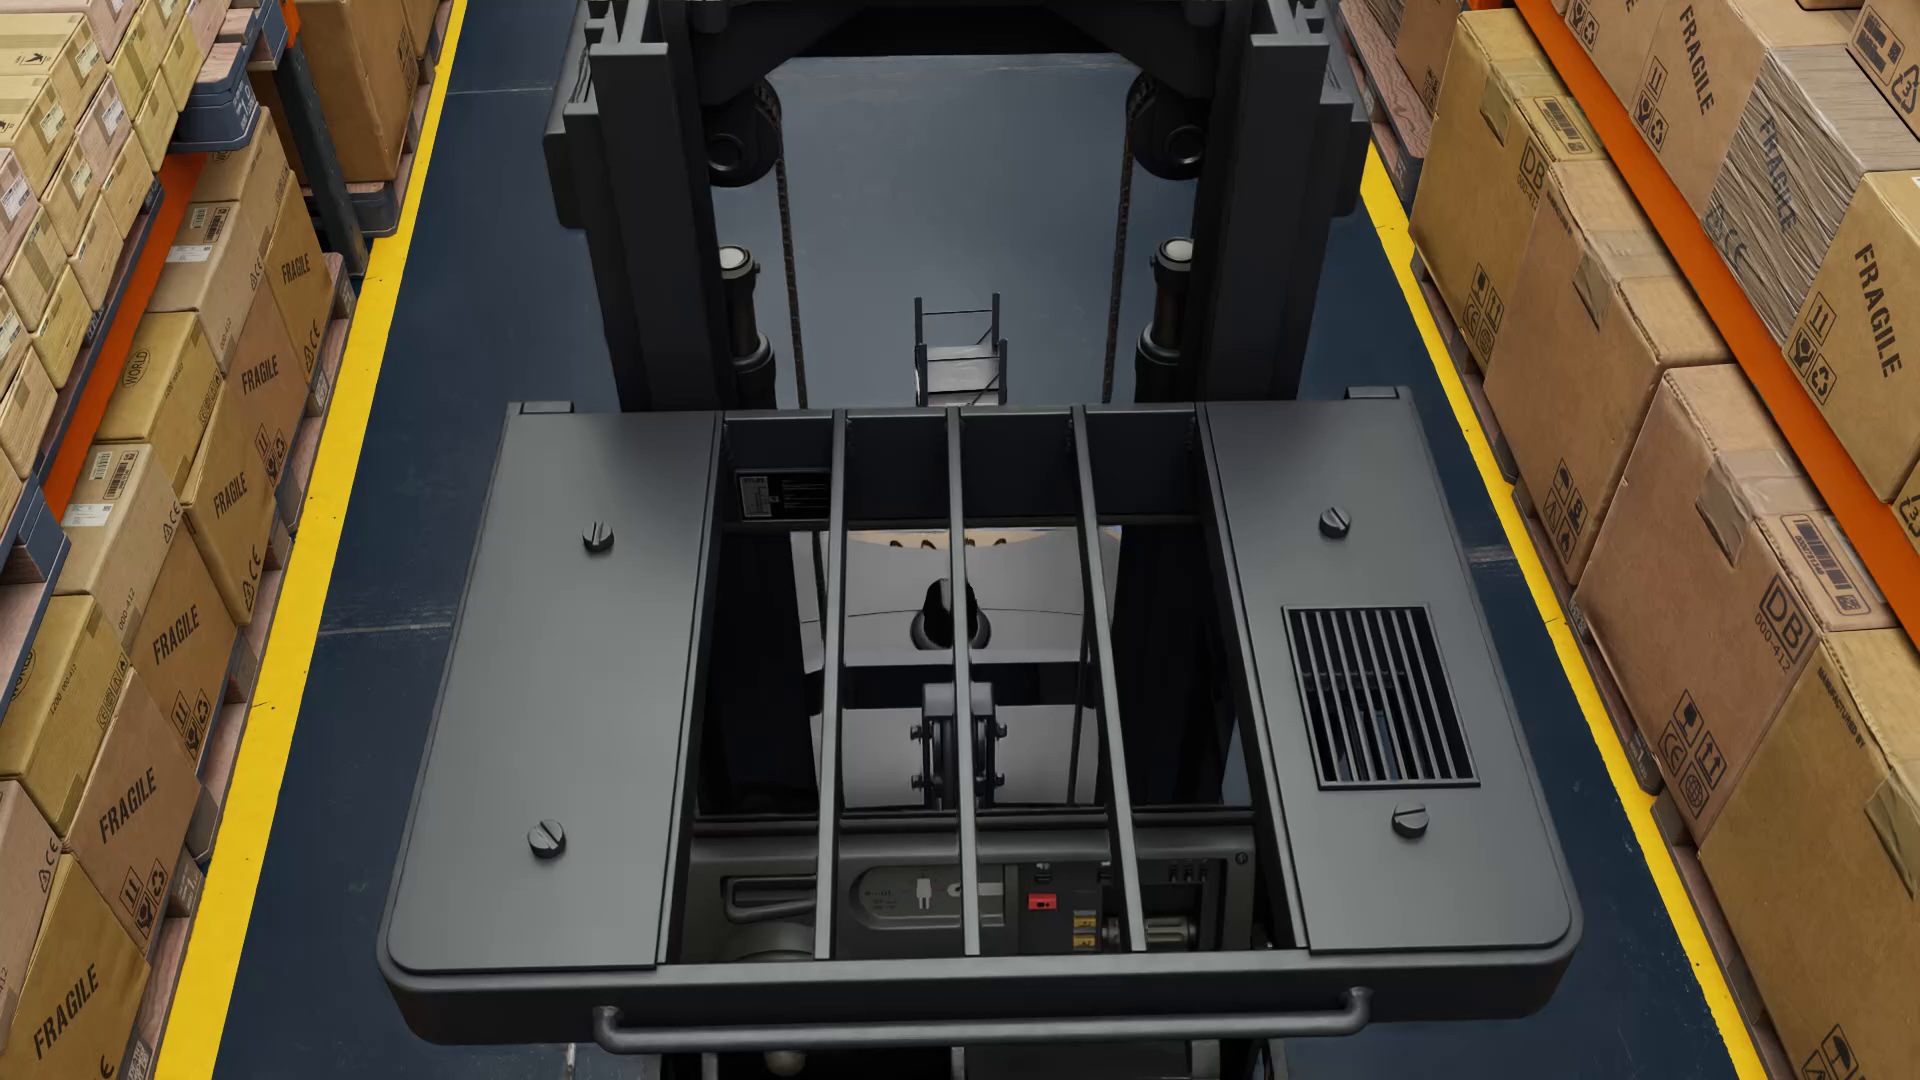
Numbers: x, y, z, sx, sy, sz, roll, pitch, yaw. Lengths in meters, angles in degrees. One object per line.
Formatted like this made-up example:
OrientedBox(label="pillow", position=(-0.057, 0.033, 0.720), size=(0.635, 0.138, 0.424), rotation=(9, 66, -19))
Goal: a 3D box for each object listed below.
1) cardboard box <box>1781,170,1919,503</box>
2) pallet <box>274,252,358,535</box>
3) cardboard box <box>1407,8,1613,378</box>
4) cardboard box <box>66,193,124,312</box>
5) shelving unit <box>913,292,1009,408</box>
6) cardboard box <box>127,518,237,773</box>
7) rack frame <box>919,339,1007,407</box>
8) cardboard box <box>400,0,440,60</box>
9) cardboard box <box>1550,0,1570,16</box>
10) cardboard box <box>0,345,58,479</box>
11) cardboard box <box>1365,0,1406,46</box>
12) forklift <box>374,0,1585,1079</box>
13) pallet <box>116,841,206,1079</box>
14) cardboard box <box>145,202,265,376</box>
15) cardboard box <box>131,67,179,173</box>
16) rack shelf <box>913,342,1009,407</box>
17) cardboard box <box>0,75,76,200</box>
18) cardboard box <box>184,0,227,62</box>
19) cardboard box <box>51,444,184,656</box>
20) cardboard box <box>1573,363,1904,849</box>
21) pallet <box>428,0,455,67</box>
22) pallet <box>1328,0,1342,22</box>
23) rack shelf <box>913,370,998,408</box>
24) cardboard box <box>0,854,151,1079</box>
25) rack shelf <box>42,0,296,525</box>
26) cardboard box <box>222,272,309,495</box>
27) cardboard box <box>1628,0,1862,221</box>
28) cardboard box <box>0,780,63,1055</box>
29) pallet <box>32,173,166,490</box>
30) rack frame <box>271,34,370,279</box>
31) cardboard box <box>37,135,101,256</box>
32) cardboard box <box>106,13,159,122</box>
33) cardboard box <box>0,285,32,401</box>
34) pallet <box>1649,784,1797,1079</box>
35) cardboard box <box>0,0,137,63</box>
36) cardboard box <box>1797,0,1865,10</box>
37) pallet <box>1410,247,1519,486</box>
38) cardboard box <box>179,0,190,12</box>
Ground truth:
OrientedBox(label="cardboard box", position=(2.177, -0.443, 3.535), size=(0.500, 0.500, 0.500), rotation=(-4, 47, -4))
OrientedBox(label="pallet", position=(-2.648, -0.492, 5.571), size=(1.003, 0.211, 1.213), rotation=(-3, 47, -3))
OrientedBox(label="cardboard box", position=(2.276, -1.158, 5.455), size=(1.225, 0.875, 0.875), rotation=(-5, 47, -5))
OrientedBox(label="cardboard box", position=(-2.085, -0.621, 3.656), size=(0.380, 0.149, 0.250), rotation=(-5, 47, -5))
OrientedBox(label="shelving unit", position=(0.001, -0.304, 4.918), size=(0.258, 0.900, 0.210), rotation=(-3, 47, -3))
OrientedBox(label="cardboard box", position=(-2.278, 0.281, 4.351), size=(0.500, 0.500, 0.500), rotation=(-3, 47, -3))
OrientedBox(label="rack frame", position=(0.009, -0.230, 4.848), size=(0.240, 0.900, 0.006), rotation=(-3, 47, -3))
OrientedBox(label="cardboard box", position=(-2.750, -2.466, 6.780), size=(1.050, 0.750, 0.750), rotation=(-3, 47, -3))
OrientedBox(label="cardboard box", position=(2.008, -1.911, 4.925), size=(0.500, 0.500, 0.500), rotation=(-2, 47, -2))
OrientedBox(label="cardboard box", position=(-2.040, -0.241, 3.296), size=(0.380, 0.149, 0.250), rotation=(-5, 47, -5))
OrientedBox(label="cardboard box", position=(2.104, -2.421, 6.896), size=(0.700, 0.500, 0.500), rotation=(-7, 47, -7))
OrientedBox(label="forklift", position=(0.010, 0.753, 2.519), size=(1.130, 2.935, 3.031), rotation=(-1, 47, -1))
OrientedBox(label="pallet", position=(-2.444, 1.273, 3.899), size=(1.003, 0.211, 1.213), rotation=(-3, 47, -3))
OrientedBox(label="cardboard box", position=(-2.340, -0.716, 4.778), size=(0.500, 0.250, 0.500), rotation=(-3, 47, -3))
OrientedBox(label="cardboard box", position=(-2.131, -1.005, 4.020), size=(0.380, 0.149, 0.250), rotation=(-5, 47, -5))
OrientedBox(label="rack shelf", position=(0.001, -0.466, 4.746), size=(0.258, 0.077, 0.200), rotation=(-3, 47, -3))
OrientedBox(label="cardboard box", position=(-2.087, -0.829, 3.443), size=(0.380, 0.149, 0.250), rotation=(-2, 47, -2))
OrientedBox(label="cardboard box", position=(-2.172, -1.380, 4.375), size=(0.380, 0.149, 0.250), rotation=(-3, 47, -3))
OrientedBox(label="cardboard box", position=(-2.261, 0.029, 4.072), size=(0.500, 0.250, 0.500), rotation=(-2, 47, -2))
OrientedBox(label="cardboard box", position=(2.425, 0.127, 4.238), size=(1.225, 0.875, 0.875), rotation=(-5, 47, -5))
OrientedBox(label="pallet", position=(-2.802, -2.514, 7.485), size=(1.003, 0.211, 1.213), rotation=(-3, 47, -3))
OrientedBox(label="pallet", position=(2.076, -2.732, 7.692), size=(1.003, 0.211, 1.213), rotation=(-3, 47, -3))
OrientedBox(label="rack shelf", position=(0.001, -0.404, 4.811), size=(0.258, 0.077, 0.200), rotation=(-3, 47, -3))
OrientedBox(label="cardboard box", position=(-2.175, 1.042, 3.630), size=(0.500, 0.500, 0.500), rotation=(-2, 47, -2))
OrientedBox(label="rack shelf", position=(-2.545, -0.322, 3.985), size=(1.077, 0.370, 4.000), rotation=(-3, 47, -3))
OrientedBox(label="cardboard box", position=(-2.357, -0.466, 5.057), size=(0.500, 0.500, 0.500), rotation=(-2, 47, -2))
OrientedBox(label="cardboard box", position=(2.100, -1.168, 4.221), size=(0.500, 0.500, 0.500), rotation=(-4, 47, -4))
OrientedBox(label="cardboard box", position=(-2.176, 0.784, 3.358), size=(0.500, 0.250, 0.500), rotation=(-5, 47, -5))
OrientedBox(label="pallet", position=(-2.506, -0.521, 3.810), size=(1.003, 0.211, 1.213), rotation=(-3, 47, -3))
OrientedBox(label="rack frame", position=(-2.712, -2.017, 5.094), size=(1.000, 3.000, 0.127), rotation=(-3, 47, -3))
OrientedBox(label="cardboard box", position=(-2.085, -0.727, 3.552), size=(0.380, 0.149, 0.250), rotation=(-4, 47, -4))
OrientedBox(label="cardboard box", position=(-2.129, -1.103, 3.907), size=(0.380, 0.149, 0.250), rotation=(-4, 47, -4))
OrientedBox(label="cardboard box", position=(-2.045, -0.353, 3.198), size=(0.380, 0.149, 0.250), rotation=(-2, 47, -2))
OrientedBox(label="pallet", position=(2.434, 1.054, 4.106), size=(1.003, 0.211, 1.213), rotation=(-3, 47, -3))
OrientedBox(label="cardboard box", position=(-2.133, -1.214, 3.807), size=(0.380, 0.149, 0.250), rotation=(-3, 47, -3))
OrientedBox(label="cardboard box", position=(2.336, -1.623, 3.961), size=(0.797, 0.503, 0.637), rotation=(-3, 47, -2))
OrientedBox(label="pallet", position=(2.230, -0.711, 5.778), size=(1.003, 0.211, 1.213), rotation=(-3, 47, -3))
OrientedBox(label="cardboard box", position=(-2.168, -1.464, 4.250), size=(0.380, 0.149, 0.250), rotation=(-2, 47, -2))
